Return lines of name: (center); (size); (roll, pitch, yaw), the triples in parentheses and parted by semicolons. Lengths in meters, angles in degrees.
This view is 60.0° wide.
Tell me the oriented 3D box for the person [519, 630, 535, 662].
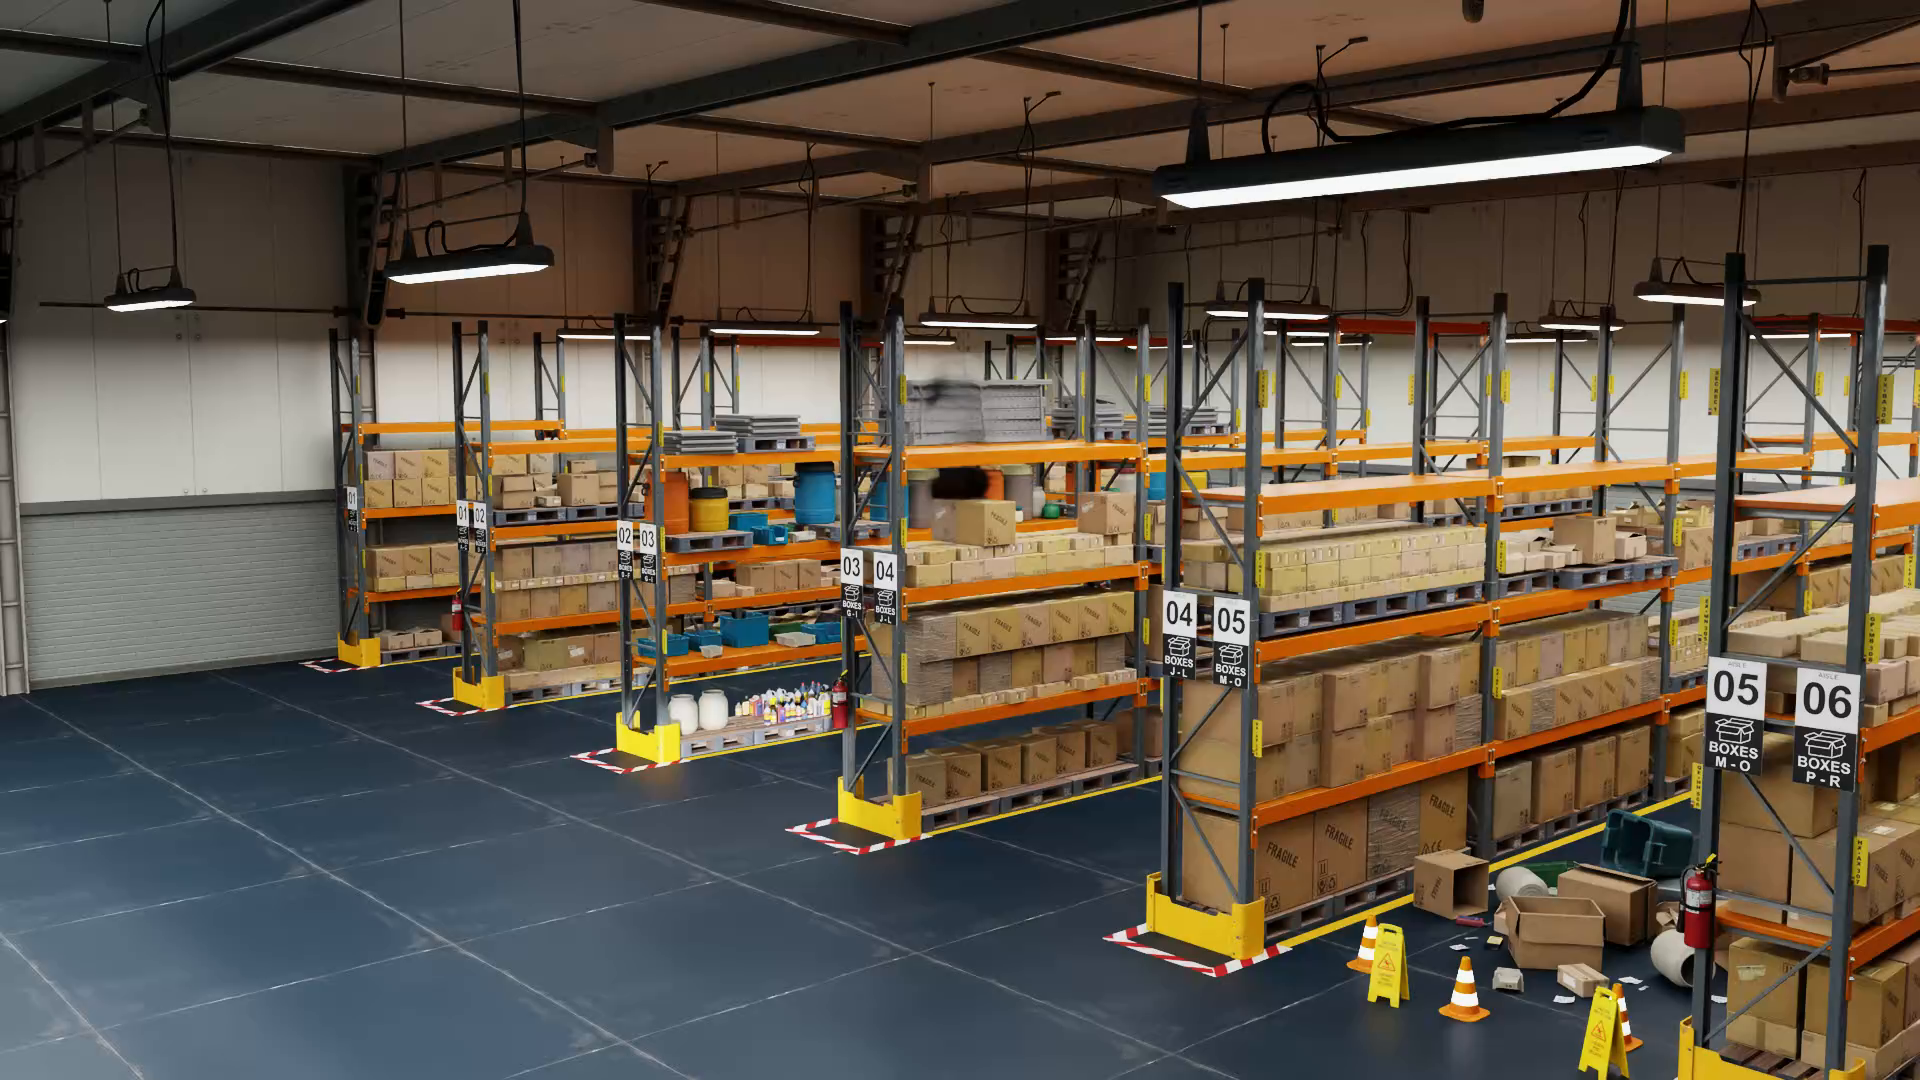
person: (-7.396, 1.457, 28.469); (0.665, 1.836, 0.783); (5, 7, 39)
